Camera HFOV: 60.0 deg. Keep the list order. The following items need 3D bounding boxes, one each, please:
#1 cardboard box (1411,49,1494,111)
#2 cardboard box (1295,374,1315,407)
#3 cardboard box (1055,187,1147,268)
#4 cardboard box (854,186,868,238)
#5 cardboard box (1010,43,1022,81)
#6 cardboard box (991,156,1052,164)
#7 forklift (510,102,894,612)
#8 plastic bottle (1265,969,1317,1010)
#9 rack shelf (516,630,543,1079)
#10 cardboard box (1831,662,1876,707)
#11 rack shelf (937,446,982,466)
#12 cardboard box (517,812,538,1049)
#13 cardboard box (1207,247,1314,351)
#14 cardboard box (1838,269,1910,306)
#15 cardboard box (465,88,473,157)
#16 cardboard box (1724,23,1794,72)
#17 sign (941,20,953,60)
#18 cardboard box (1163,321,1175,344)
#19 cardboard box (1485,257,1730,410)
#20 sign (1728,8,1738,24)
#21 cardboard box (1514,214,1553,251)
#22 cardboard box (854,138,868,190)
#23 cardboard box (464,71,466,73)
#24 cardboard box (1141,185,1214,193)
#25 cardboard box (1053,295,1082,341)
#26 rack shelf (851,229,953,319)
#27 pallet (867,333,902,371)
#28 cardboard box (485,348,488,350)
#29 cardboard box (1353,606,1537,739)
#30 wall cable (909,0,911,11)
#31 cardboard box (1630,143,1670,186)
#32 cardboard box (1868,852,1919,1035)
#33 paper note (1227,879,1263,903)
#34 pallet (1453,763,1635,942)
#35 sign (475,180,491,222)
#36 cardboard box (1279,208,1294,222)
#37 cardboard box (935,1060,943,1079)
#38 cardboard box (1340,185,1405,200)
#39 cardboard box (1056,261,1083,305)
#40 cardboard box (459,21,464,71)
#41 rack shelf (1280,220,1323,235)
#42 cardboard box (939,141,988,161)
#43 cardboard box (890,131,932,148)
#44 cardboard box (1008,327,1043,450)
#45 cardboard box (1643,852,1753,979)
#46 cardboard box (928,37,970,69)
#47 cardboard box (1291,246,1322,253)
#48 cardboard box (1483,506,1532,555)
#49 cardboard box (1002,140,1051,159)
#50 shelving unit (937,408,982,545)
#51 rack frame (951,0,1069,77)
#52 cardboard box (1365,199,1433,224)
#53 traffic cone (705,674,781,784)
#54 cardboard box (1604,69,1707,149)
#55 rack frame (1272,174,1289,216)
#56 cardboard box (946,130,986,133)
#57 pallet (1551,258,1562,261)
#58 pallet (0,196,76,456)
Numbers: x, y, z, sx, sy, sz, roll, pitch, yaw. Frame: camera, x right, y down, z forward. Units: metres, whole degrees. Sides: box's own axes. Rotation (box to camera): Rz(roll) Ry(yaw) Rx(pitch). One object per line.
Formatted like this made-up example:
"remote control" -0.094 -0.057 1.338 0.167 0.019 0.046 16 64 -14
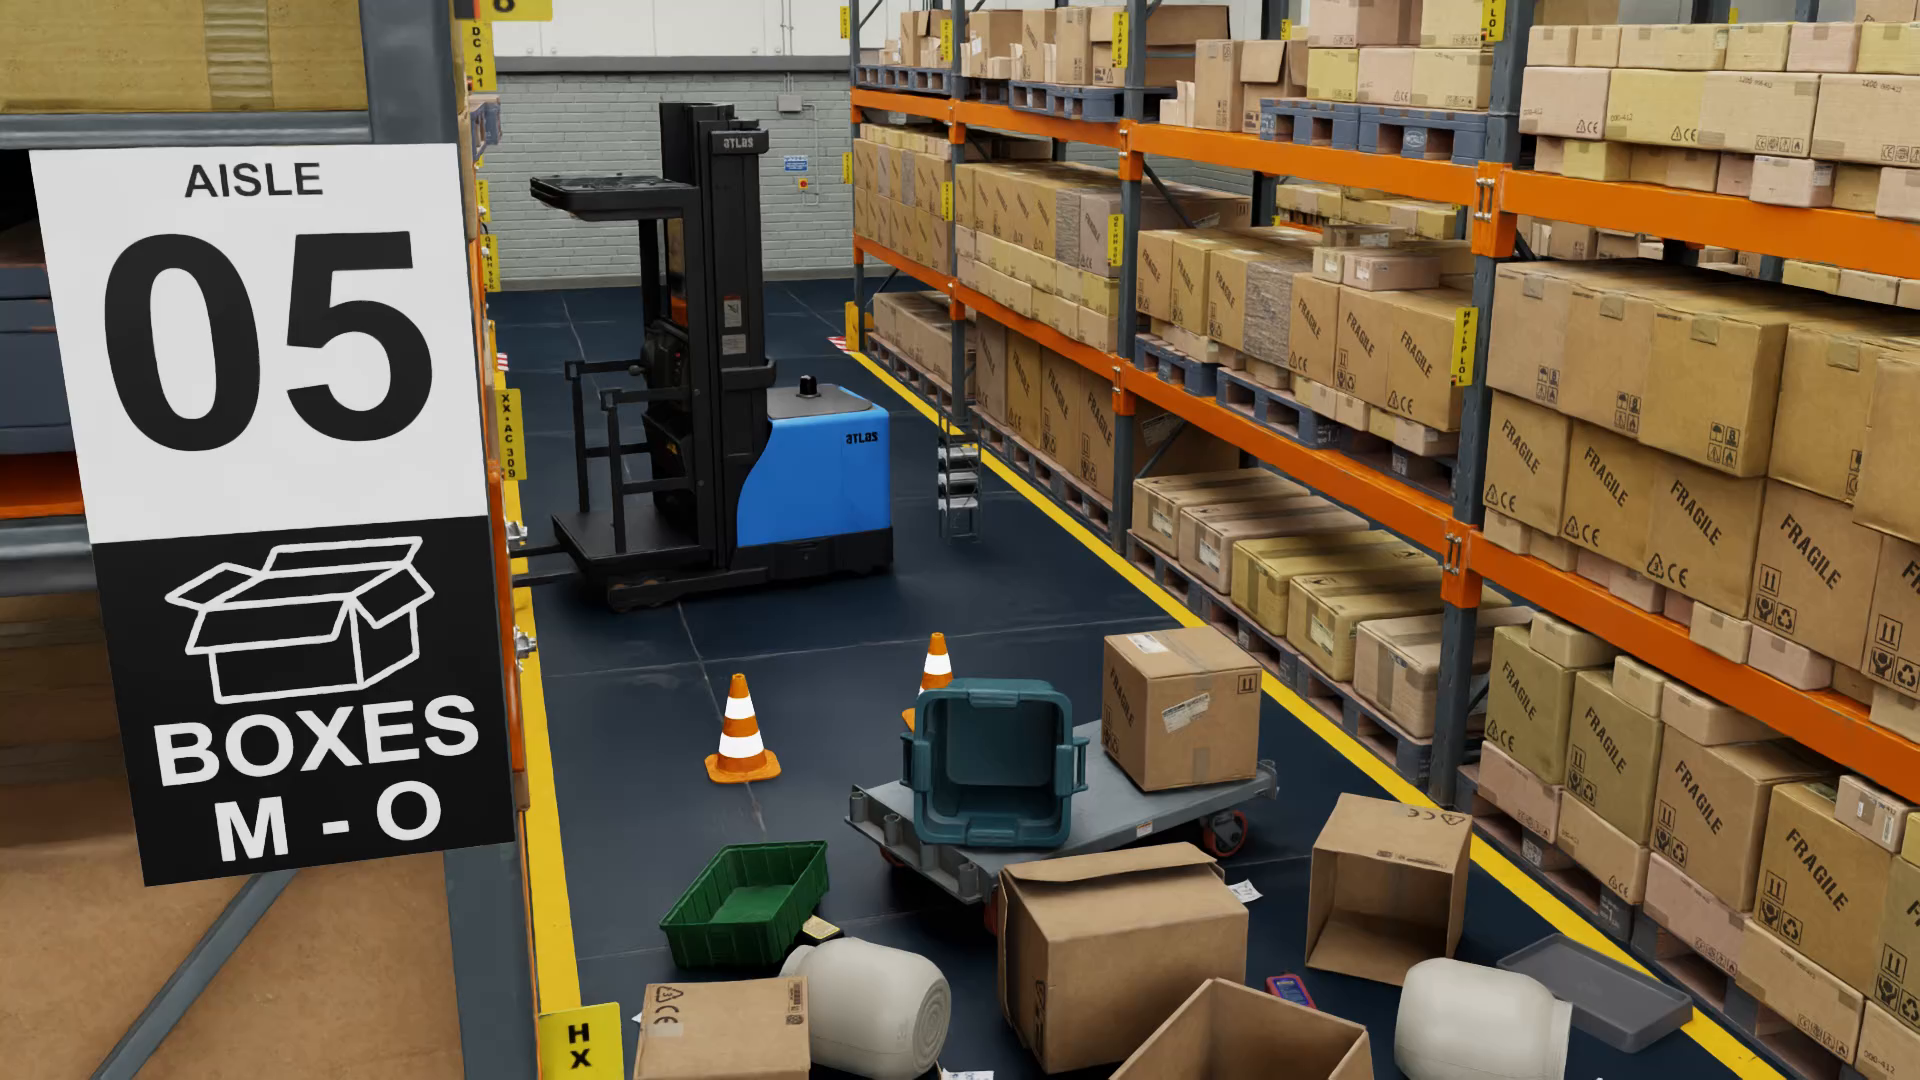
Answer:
"cardboard box" 2.320 -2.005 7.230 0.500 0.250 0.500 -5 17 -16
"cardboard box" 1.947 -0.774 8.521 0.380 0.149 0.250 -5 17 -15
"cardboard box" 0.978 -2.186 11.604 0.500 0.500 0.500 -4 17 -14
"cardboard box" -0.822 -3.501 17.719 0.500 0.500 0.500 -5 17 -16
"cardboard box" 0.587 -3.542 12.321 0.396 0.266 0.258 -3 17 -11
"cardboard box" 0.524 -3.180 14.912 0.500 0.500 0.500 -5 17 -15
"forklift" -1.991 -1.143 10.162 3.031 2.935 1.130 -7 18 -23
"plastic bottle" 1.172 1.623 5.942 0.133 0.061 0.283 -2 17 -6
"rack shelf" -1.562 1.028 4.067 1.077 0.370 4.000 -5 17 -15
"cardboard box" 3.010 0.427 5.255 0.380 0.149 0.250 -5 17 -15
"rack shelf" -0.002 -0.574 11.288 0.258 0.077 0.200 -5 17 -15
"cardboard box" -1.363 0.750 3.479 0.875 0.550 0.550 -5 17 -15
"cardboard box" 1.724 -1.354 9.326 0.500 0.500 0.500 -4 17 -14
"cardboard box" 6.316 -1.676 11.210 0.500 0.250 0.500 -4 17 -14
"cardboard box" -1.145 -0.798 3.214 0.380 0.149 0.250 -5 17 -16
"cardboard box" 2.719 -1.592 5.374 0.380 0.149 0.250 -5 18 -17
"sign" -0.112 -4.180 13.903 0.100 0.325 0.005 -5 17 -15
"cardboard box" 1.477 -1.291 10.243 0.380 0.149 0.250 -6 18 -19
"cardboard box" 2.533 -0.820 6.538 0.700 0.500 0.500 -5 17 -16
"sign" 3.140 -2.018 6.845 0.100 0.325 0.005 -5 17 -15
"cardboard box" 5.253 -2.850 14.822 0.700 0.500 0.500 -5 17 -15
"cardboard box" -0.820 -3.980 17.576 0.500 0.500 0.500 -5 17 -16
"cardboard box" -1.635 -1.290 4.852 0.380 0.149 0.250 -4 17 -14
"cardboard box" 1.475 -2.215 11.699 0.500 0.500 0.500 -5 17 -15
"cardboard box" 0.977 -1.583 11.770 0.500 0.250 0.500 -4 17 -14
"rack shelf" -0.128 -2.711 16.513 1.077 0.370 4.000 -5 17 -15
"pallet" -0.383 -2.058 17.937 1.003 0.211 1.213 -5 17 -15
"cardboard box" -2.556 -0.645 8.210 0.500 0.500 0.500 -5 17 -16
"cardboard box" 2.474 0.623 8.001 0.950 0.372 0.625 -4 17 -15
"wall cable" -1.788 -8.092 22.747 2.355 3.000 0.029 -5 17 -15
"cardboard box" 2.662 -1.363 5.999 0.380 0.149 0.250 -5 17 -15
"cardboard box" 3.102 1.229 4.894 0.500 0.500 0.500 -4 17 -13
"paper note" 1.125 1.414 6.691 0.148 0.019 0.142 -5 17 -15
"pallet" 2.839 1.229 6.993 1.003 0.211 1.213 -5 17 -15
"sign" -3.777 -2.682 13.155 0.100 0.325 0.005 -5 17 -15
"cardboard box" 3.920 -3.769 19.222 0.380 0.149 0.250 -5 17 -16
"cardboard box" 0.132 1.769 5.100 0.396 0.266 0.258 -2 17 -6
"cardboard box" 4.372 -3.870 17.562 0.500 0.500 0.500 -4 17 -14
"cardboard box" 0.999 -1.819 11.684 0.500 0.250 0.500 -5 17 -17
"cardboard box" -1.591 -1.370 4.426 0.500 0.250 0.500 -5 17 -15
"rack shelf" 4.643 -3.104 17.823 1.077 0.370 4.000 -5 17 -15
"cardboard box" 0.031 -3.400 14.516 0.380 0.149 0.250 -5 17 -16
"cardboard box" -0.461 -3.894 16.161 0.380 0.149 0.250 -5 17 -17
"cardboard box" 0.925 -1.271 13.433 0.875 0.875 0.875 -4 17 -14
"cardboard box" 2.829 1.304 5.945 0.500 0.250 0.500 -5 17 -16
"cardboard box" -0.062 -4.275 14.585 0.396 0.266 0.258 -4 17 -13
"cardboard box" 2.206 -1.402 9.484 0.500 0.500 0.500 -6 18 -19
"cardboard box" 2.398 -0.056 6.863 0.380 0.149 0.250 -5 17 -16
"cardboard box" 0.584 -3.447 14.675 0.380 0.149 0.250 -5 17 -16
"shelving unit" -0.002 -0.433 11.330 0.258 0.900 0.210 -5 17 -15
"rack frame" 0.422 -5.375 13.705 1.000 3.000 0.127 -5 17 -15
"cardboard box" 4.542 -3.364 17.181 0.500 0.250 0.500 -5 17 -16
"traffic cone" -1.028 0.855 7.802 0.336 0.463 0.334 -5 17 -15
"cardboard box" 2.628 -1.511 5.799 0.500 0.250 0.500 -5 17 -16
"rack frame" 4.094 -4.002 19.561 1.000 3.000 0.127 -5 17 -15
"cardboard box" 0.071 -3.940 16.315 0.380 0.149 0.250 -4 17 -13
"pallet" 5.753 -2.235 14.011 1.003 0.211 1.213 -5 17 -15
"pallet" -1.226 -0.362 2.383 1.003 0.211 1.213 -5 17 -15
